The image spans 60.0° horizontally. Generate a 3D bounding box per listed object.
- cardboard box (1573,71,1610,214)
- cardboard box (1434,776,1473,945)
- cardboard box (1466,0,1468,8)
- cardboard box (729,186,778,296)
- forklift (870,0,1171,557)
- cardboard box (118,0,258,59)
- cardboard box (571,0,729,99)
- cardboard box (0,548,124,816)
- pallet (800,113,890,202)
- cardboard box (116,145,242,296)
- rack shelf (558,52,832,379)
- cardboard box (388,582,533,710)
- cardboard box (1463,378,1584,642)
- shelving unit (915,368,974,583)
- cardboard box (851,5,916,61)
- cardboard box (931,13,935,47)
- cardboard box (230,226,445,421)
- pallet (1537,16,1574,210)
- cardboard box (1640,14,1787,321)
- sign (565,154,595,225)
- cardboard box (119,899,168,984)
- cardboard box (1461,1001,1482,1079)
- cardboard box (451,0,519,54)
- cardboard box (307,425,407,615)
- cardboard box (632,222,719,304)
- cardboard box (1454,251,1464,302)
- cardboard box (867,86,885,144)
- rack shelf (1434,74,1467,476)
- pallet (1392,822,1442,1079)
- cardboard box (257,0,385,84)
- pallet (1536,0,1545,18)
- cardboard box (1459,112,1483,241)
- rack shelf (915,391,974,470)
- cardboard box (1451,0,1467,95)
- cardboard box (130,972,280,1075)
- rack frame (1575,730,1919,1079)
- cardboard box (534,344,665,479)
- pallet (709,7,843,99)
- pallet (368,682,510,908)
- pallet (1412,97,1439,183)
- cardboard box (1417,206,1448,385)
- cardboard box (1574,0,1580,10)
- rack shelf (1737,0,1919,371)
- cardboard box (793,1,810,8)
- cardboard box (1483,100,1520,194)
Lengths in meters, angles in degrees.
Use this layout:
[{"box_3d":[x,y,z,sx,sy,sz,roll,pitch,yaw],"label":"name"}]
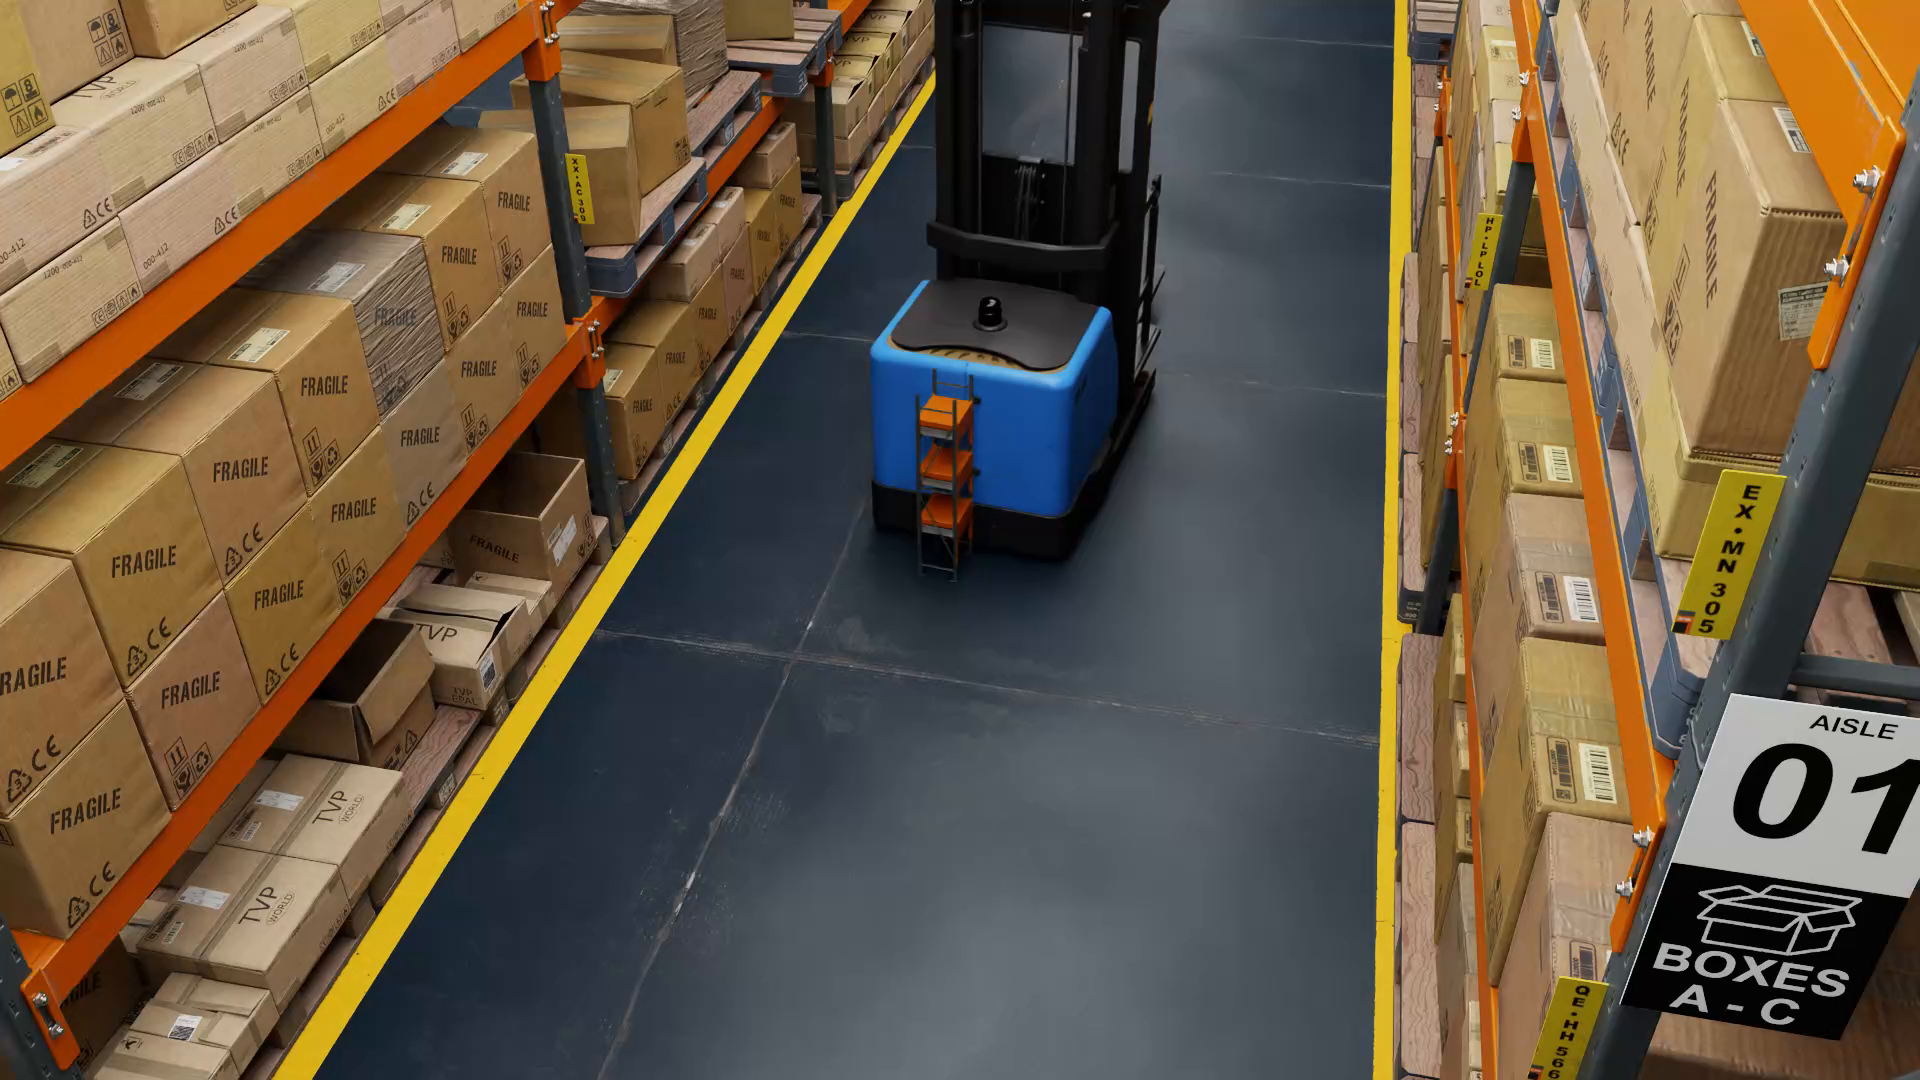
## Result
[{"box_3d":[1.991,-1.064,4.560,0.500,0.250,0.500,6,36,9],"label":"cardboard box"},{"box_3d":[2.139,1.192,6.092,0.700,0.500,0.500,8,37,11],"label":"cardboard box"},{"box_3d":[3.120,-3.169,9.342,0.500,0.250,0.500,8,37,11],"label":"cardboard box"},{"box_3d":[-1.446,-1.863,10.290,0.500,0.500,0.500,6,36,8],"label":"cardboard box"},{"box_3d":[0.499,-1.966,8.736,1.130,2.935,3.031,11,37,15],"label":"forklift"},{"box_3d":[-2.590,-1.781,4.928,0.700,0.500,0.500,7,37,10],"label":"cardboard box"},{"box_3d":[-1.771,-2.895,9.515,0.700,0.500,0.500,14,38,19],"label":"cardboard box"},{"box_3d":[-2.721,0.360,4.530,0.500,0.500,0.500,8,37,11],"label":"cardboard box"},{"box_3d":[-1.151,-2.898,12.338,1.003,0.211,1.213,7,37,10],"label":"pallet"},{"box_3d":[-2.491,-0.962,4.863,0.500,0.250,0.500,7,37,10],"label":"cardboard box"},{"box_3d":[-1.792,-2.122,9.505,1.077,0.370,4.000,7,37,10],"label":"rack shelf"},{"box_3d":[-2.224,0.436,7.279,0.500,0.311,0.500,7,37,10],"label":"cardboard box"},{"box_3d":[2.328,-0.042,5.767,0.980,0.700,0.700,6,36,9],"label":"cardboard box"},{"box_3d":[-0.072,-0.299,8.038,0.215,1.050,0.252,11,37,15],"label":"shelving unit"},{"box_3d":[-0.642,-3.996,12.985,0.500,0.311,0.500,7,36,9],"label":"cardboard box"},{"box_3d":[-0.425,-4.346,13.945,0.500,0.250,0.500,7,36,9],"label":"cardboard box"},{"box_3d":[-2.289,-0.807,6.140,0.500,0.500,0.500,8,37,10],"label":"cardboard box"},{"box_3d":[2.436,-1.359,5.358,1.003,0.211,1.213,7,37,10],"label":"pallet"},{"box_3d":[1.774,-0.762,3.505,0.500,0.500,0.500,8,37,11],"label":"cardboard box"},{"box_3d":[-1.687,-1.553,7.370,0.100,0.325,0.005,7,37,10],"label":"sign"},{"box_3d":[-3.024,1.432,6.027,0.380,0.166,0.250,7,37,10],"label":"cardboard box"},{"box_3d":[1.722,1.568,5.020,0.380,0.149,0.250,8,37,11],"label":"cardboard box"},{"box_3d":[-2.063,-2.108,6.445,0.500,0.250,0.500,7,37,10],"label":"cardboard box"},{"box_3d":[-2.398,-0.105,6.024,0.500,0.500,0.500,8,37,11],"label":"cardboard box"},{"box_3d":[-1.664,-1.556,9.227,0.500,0.250,0.500,7,37,10],"label":"cardboard box"},{"box_3d":[2.546,-1.233,7.862,0.380,0.149,0.250,7,37,10],"label":"cardboard box"},{"box_3d":[-0.859,-3.168,12.321,0.500,0.250,0.500,6,36,9],"label":"cardboard box"},{"box_3d":[3.048,-1.503,8.651,1.077,0.370,4.000,7,37,10],"label":"rack shelf"},{"box_3d":[2.124,1.609,6.120,1.003,0.211,1.213,7,37,10],"label":"pallet"},{"box_3d":[-2.277,-1.737,5.507,0.500,0.250,0.500,7,37,10],"label":"cardboard box"},{"box_3d":[2.769,-2.317,6.767,0.805,0.209,1.217,6,36,8],"label":"pallet"},{"box_3d":[2.688,-1.694,7.945,0.500,0.500,0.500,7,37,10],"label":"cardboard box"},{"box_3d":[-0.072,-0.520,7.878,0.215,0.259,0.240,11,37,15],"label":"rack shelf"},{"box_3d":[3.122,-2.864,9.559,0.500,0.500,0.500,8,37,11],"label":"cardboard box"},{"box_3d":[-2.595,1.655,5.719,0.380,0.166,0.250,7,37,10],"label":"cardboard box"},{"box_3d":[1.767,1.645,3.694,1.000,3.000,0.127,7,37,10],"label":"rack frame"},{"box_3d":[-1.878,-0.679,8.657,0.500,0.500,0.500,6,36,8],"label":"cardboard box"},{"box_3d":[-1.441,-3.085,10.384,1.213,0.211,1.003,7,37,10],"label":"pallet"},{"box_3d":[-2.625,0.958,7.019,1.003,0.211,1.213,7,37,10],"label":"pallet"},{"box_3d":[3.907,-2.957,12.420,1.003,0.211,1.213,7,37,10],"label":"pallet"},{"box_3d":[2.997,-1.334,9.279,0.750,0.750,0.750,7,37,10],"label":"cardboard box"},{"box_3d":[2.195,-1.942,5.133,0.500,0.500,0.500,7,37,10],"label":"cardboard box"},{"box_3d":[2.194,-1.477,3.844,1.077,0.370,4.000,7,37,10],"label":"rack shelf"},{"box_3d":[-1.244,-3.727,11.182,0.500,0.311,0.500,10,37,13],"label":"cardboard box"},{"box_3d":[2.590,-1.712,7.332,0.500,0.250,0.500,8,37,11],"label":"cardboard box"}]
